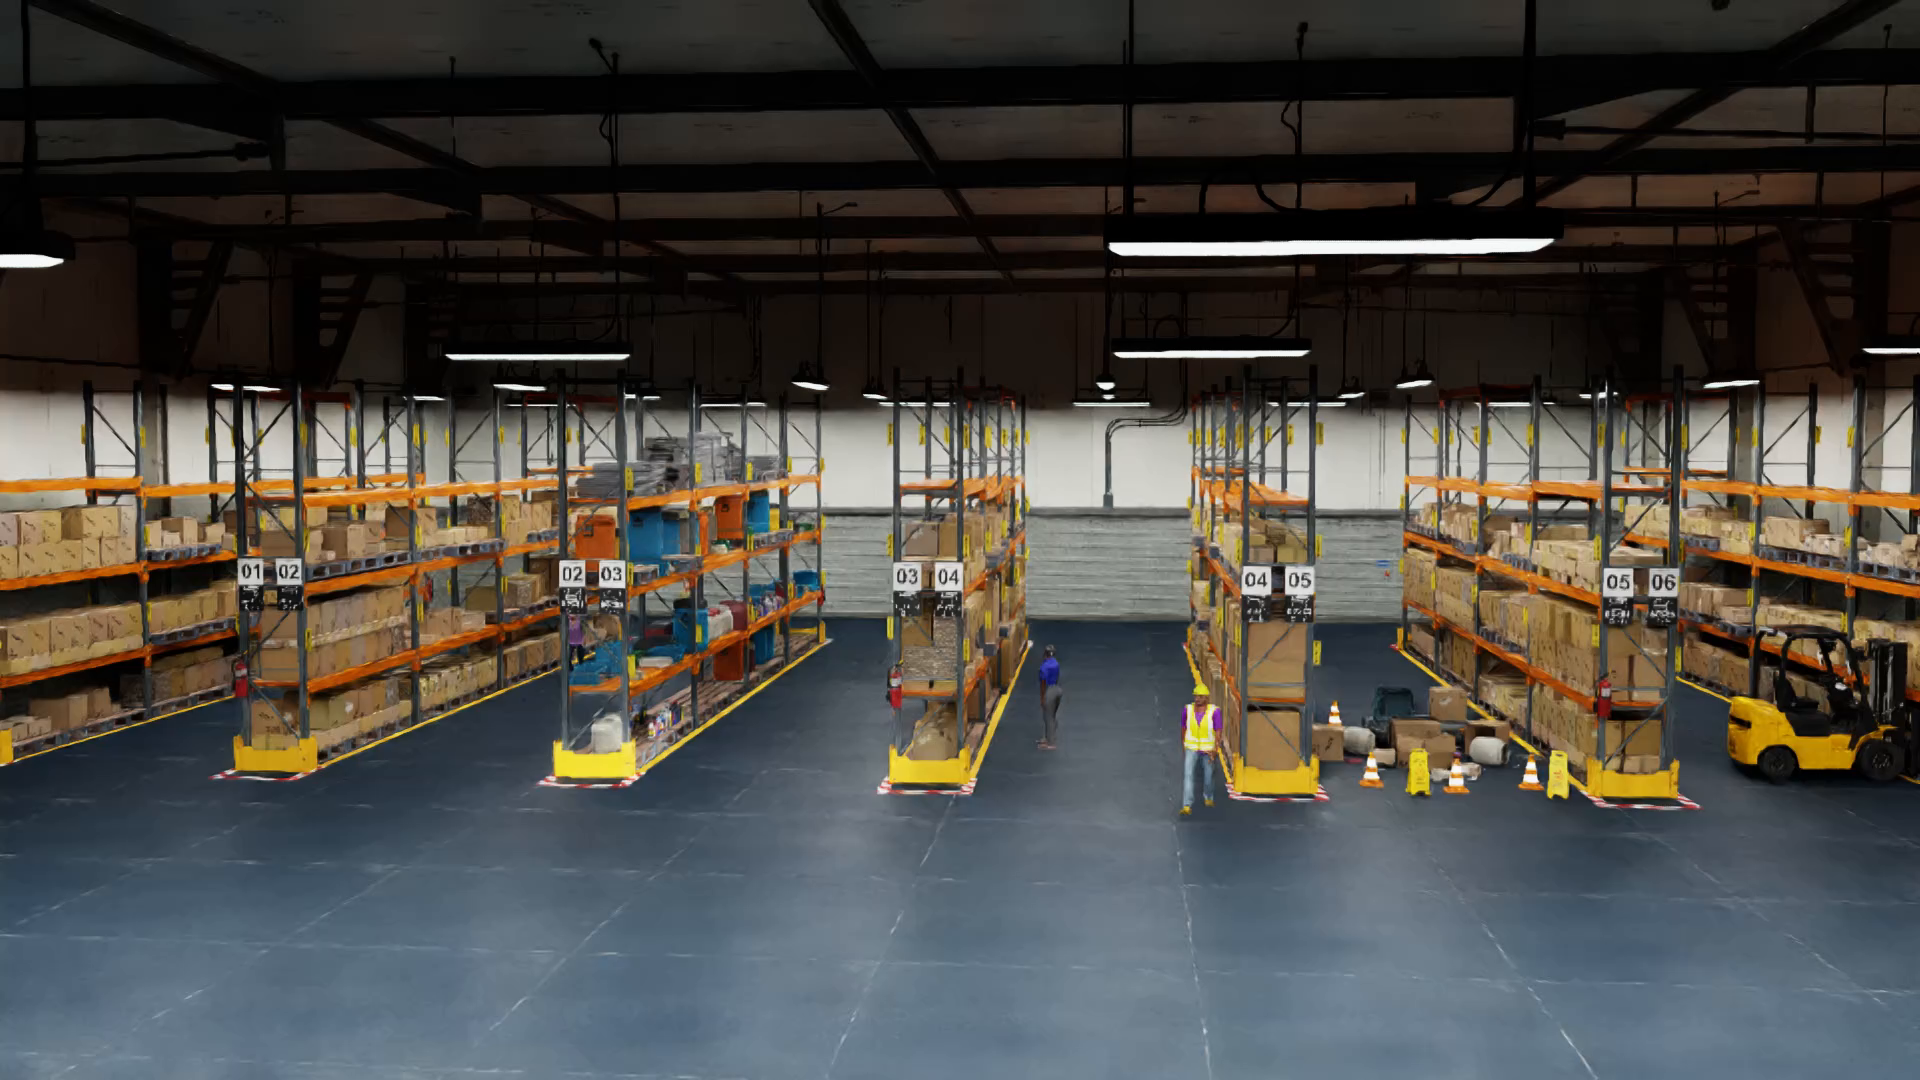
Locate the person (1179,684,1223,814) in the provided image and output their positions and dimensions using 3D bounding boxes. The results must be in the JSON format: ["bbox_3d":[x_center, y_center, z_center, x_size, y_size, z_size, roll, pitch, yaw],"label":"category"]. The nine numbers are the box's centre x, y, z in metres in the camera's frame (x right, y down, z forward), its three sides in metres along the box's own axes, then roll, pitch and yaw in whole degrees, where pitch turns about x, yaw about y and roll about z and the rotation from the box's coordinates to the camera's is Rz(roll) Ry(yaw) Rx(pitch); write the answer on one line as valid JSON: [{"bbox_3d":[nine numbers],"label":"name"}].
[{"bbox_3d":[3.209,2.764,22.129,0.569,1.708,1.042,1,4,14],"label":"person"}]

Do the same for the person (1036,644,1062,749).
[{"bbox_3d":[1.402,2.503,26.734,0.462,1.662,0.498,3,4,37],"label":"person"}]

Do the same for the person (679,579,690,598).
[{"bbox_3d":[-6.533,1.715,39.853,0.448,1.590,1.110,0,4,7],"label":"person"}]

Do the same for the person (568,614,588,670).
[{"bbox_3d":[-7.899,2.118,34.132,0.566,1.541,0.519,0,4,3],"label":"person"}]
